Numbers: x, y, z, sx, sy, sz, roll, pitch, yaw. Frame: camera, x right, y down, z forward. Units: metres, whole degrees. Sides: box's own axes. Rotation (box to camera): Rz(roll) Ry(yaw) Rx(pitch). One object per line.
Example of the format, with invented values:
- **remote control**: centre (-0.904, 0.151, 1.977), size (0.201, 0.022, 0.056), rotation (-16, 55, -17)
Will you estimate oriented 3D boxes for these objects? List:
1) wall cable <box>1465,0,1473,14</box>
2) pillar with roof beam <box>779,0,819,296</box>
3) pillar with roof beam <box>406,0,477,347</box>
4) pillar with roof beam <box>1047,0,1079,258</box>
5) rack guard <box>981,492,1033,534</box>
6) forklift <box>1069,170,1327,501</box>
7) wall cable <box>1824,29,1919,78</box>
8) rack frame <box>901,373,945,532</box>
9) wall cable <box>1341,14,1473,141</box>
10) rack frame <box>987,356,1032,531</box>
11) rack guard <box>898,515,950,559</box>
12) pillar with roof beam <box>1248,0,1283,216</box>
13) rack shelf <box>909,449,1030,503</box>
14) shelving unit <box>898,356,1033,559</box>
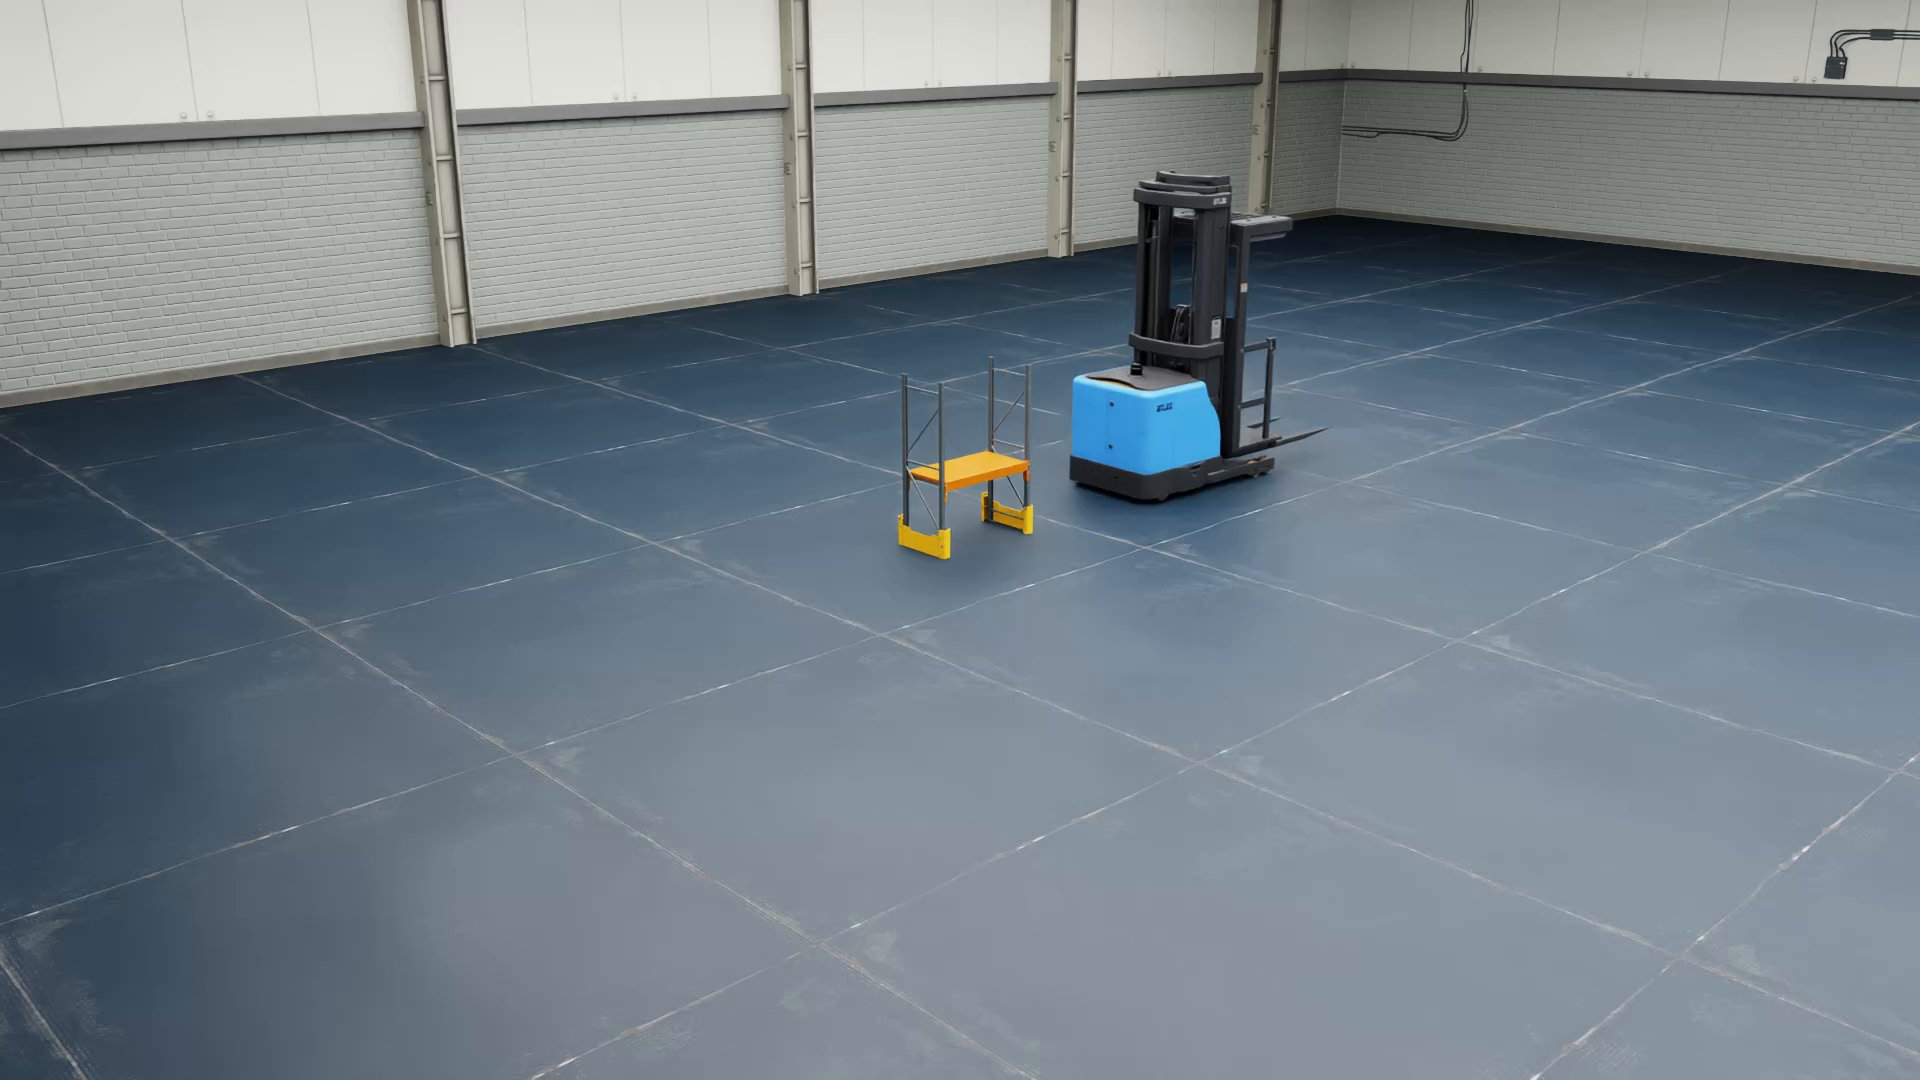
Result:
- **wall cable**: centre (11.112, -11.433, 32.004), size (0.112, 2.526, 3.097), rotation (-16, 24, -41)
- **pillar with roof beam**: centre (0.443, -7.279, 22.344), size (0.400, 9.000, 9.100), rotation (-16, 24, -41)
- **pillar with roof beam**: centre (-3.917, -6.007, 18.423), size (0.400, 9.000, 9.100), rotation (-16, 24, -41)
- **pillar with roof beam**: centre (4.803, -8.550, 26.265), size (0.400, 9.000, 9.100), rotation (-16, 24, -41)
- **rack guard**: centre (0.417, -0.241, 14.821), size (0.087, 0.250, 0.587), rotation (-16, 24, -41)
- **forklift**: centre (2.491, -2.118, 16.265), size (3.031, 2.935, 1.130), rotation (-16, 24, -40)
- **wall cable**: centre (15.765, -10.601, 27.077), size (0.169, 6.003, 2.305), rotation (-16, 24, -41)
- **rack frame**: centre (-0.307, -0.624, 13.977), size (0.032, 1.500, 0.500), rotation (-16, 24, -41)
- **wall cable**: centre (9.254, -9.637, 34.652), size (0.112, 2.526, 3.097), rotation (-16, 24, -41)
- **rack frame**: centre (0.431, -0.839, 14.641), size (0.032, 1.500, 0.500), rotation (-16, 24, -41)
- **rack guard**: centre (-0.306, -0.030, 14.170), size (0.087, 0.250, 0.587), rotation (-16, 24, -41)
- **pillar with roof beam**: centre (9.162, -9.822, 30.187), size (0.400, 9.000, 9.100), rotation (-16, 24, -41)
- **rack shelf**: centre (0.062, -0.560, 14.365), size (1.000, 0.185, 0.538), rotation (-16, 24, -41)
- **shelving unit**: centre (0.055, -0.730, 14.303), size (1.083, 1.500, 0.587), rotation (-16, 24, -41)
